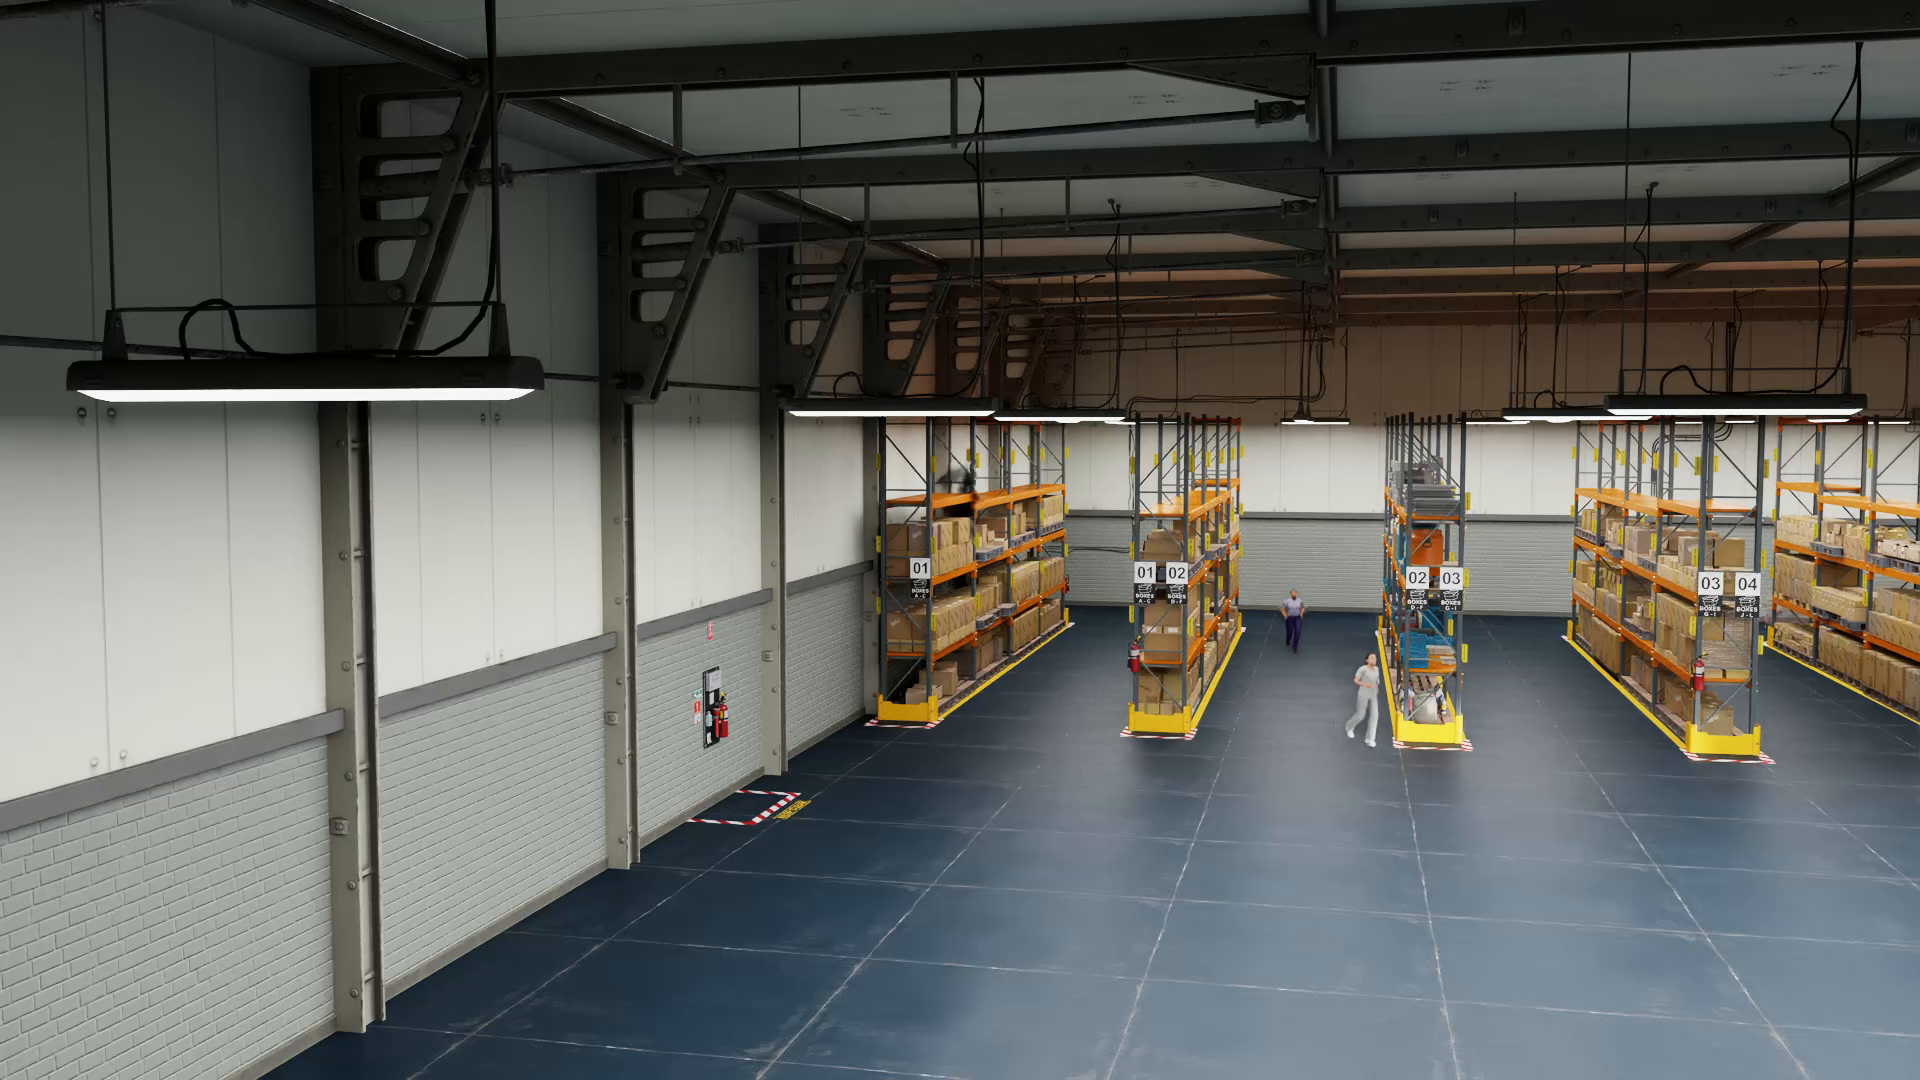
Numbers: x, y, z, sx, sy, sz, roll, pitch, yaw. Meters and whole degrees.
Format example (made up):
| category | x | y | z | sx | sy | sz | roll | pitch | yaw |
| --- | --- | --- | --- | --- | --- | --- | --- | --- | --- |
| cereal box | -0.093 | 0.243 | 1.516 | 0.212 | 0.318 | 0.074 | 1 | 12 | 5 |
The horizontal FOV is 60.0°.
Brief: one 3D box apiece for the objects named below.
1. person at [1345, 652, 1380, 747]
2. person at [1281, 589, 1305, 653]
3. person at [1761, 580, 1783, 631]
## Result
| category | x | y | z | sx | sy | sz | roll | pitch | yaw |
| --- | --- | --- | --- | --- | --- | --- | --- | --- | --- |
| person | 7.381 | 2.856 | 30.148 | 0.579 | 1.674 | 0.877 | -1 | 4 | -18 |
| person | 8.524 | 2.068 | 42.504 | 0.612 | 1.594 | 0.666 | 0 | 4 | 3 |
| person | 21.916 | 1.896 | 44.843 | 0.553 | 1.616 | 0.584 | 0 | 4 | 0 |
